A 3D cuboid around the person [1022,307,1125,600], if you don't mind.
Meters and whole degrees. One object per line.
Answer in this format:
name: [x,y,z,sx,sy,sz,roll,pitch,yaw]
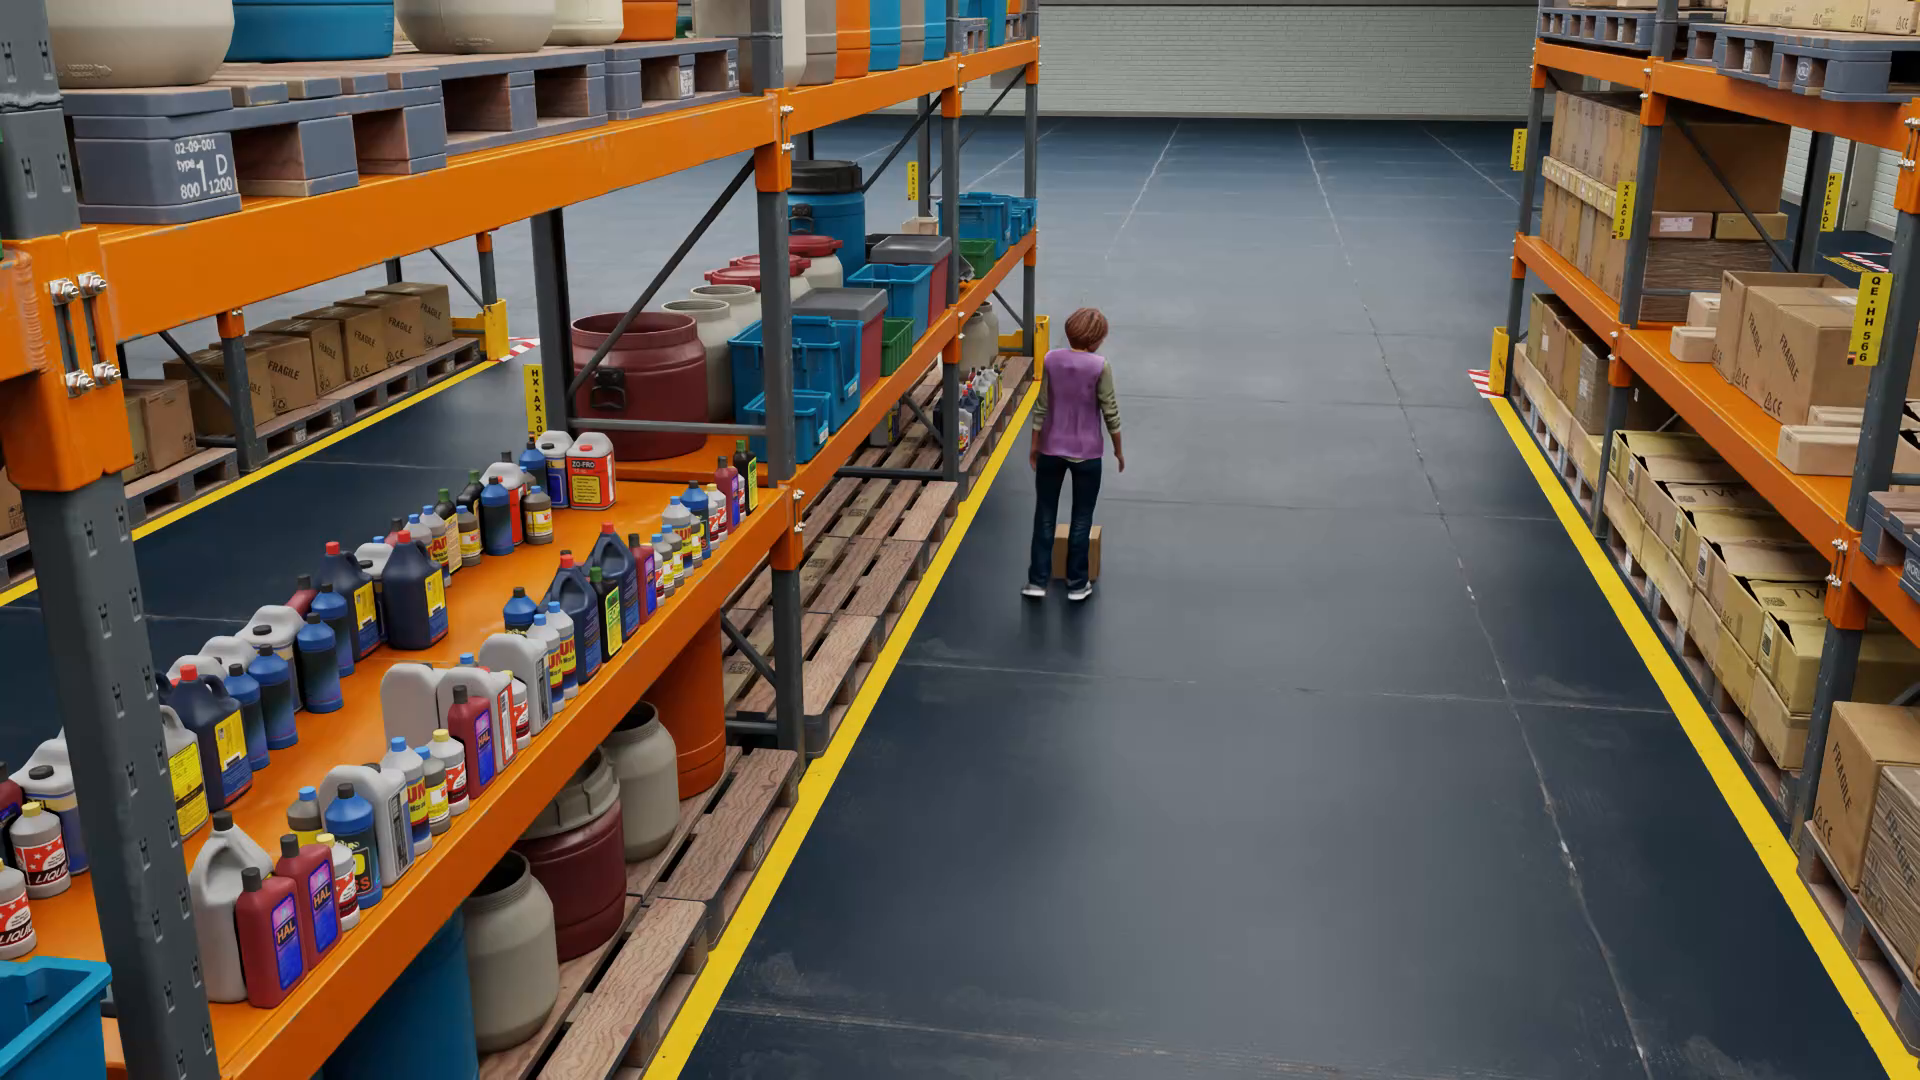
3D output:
person: [0.601,-0.438,8.872,0.547,1.604,0.348,5,19,14]
